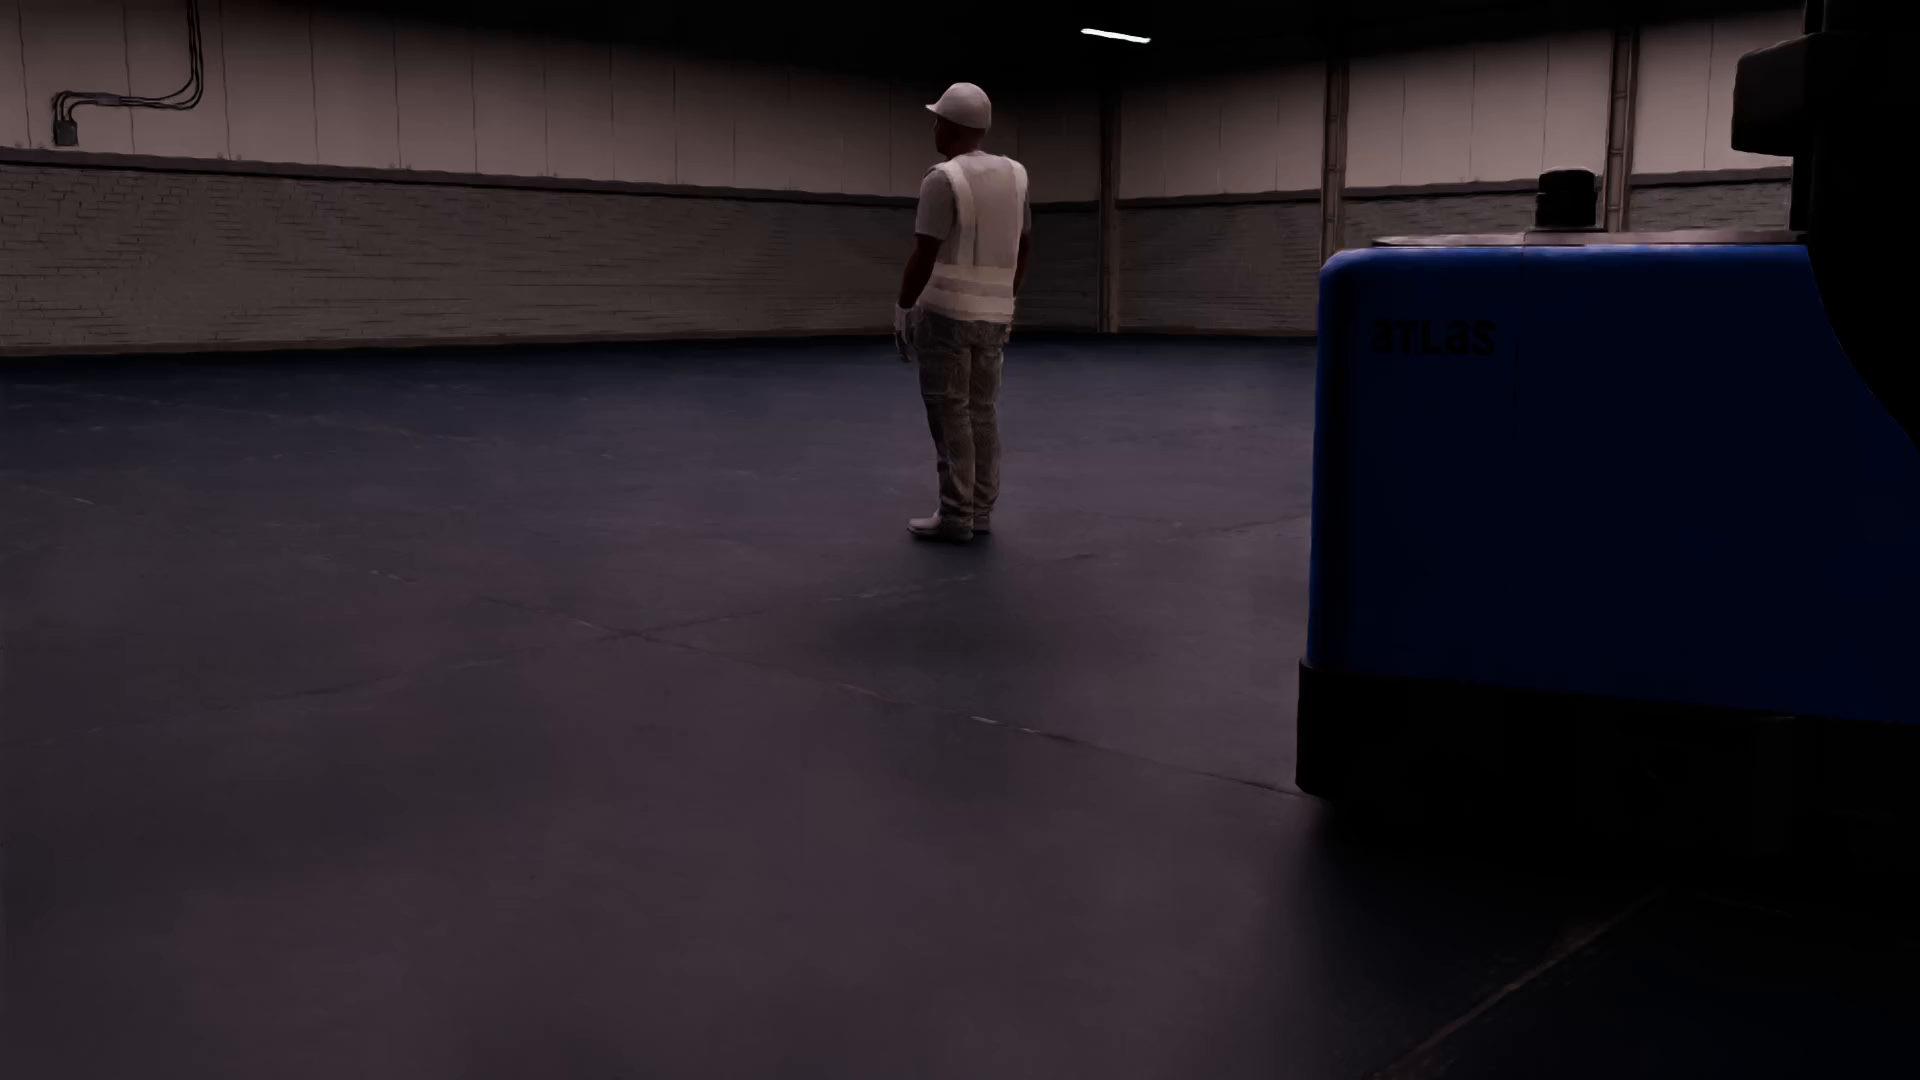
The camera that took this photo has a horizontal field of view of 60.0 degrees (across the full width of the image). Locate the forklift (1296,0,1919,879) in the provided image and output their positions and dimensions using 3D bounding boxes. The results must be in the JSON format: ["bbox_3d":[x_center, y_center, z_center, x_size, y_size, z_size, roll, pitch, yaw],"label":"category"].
[{"bbox_3d":[2.200,-0.884,2.744,3.031,2.935,1.130,4,9,24],"label":"forklift"}]

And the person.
[{"bbox_3d":[-0.046,-0.897,6.639,0.576,1.782,0.655,8,12,43],"label":"person"}]
